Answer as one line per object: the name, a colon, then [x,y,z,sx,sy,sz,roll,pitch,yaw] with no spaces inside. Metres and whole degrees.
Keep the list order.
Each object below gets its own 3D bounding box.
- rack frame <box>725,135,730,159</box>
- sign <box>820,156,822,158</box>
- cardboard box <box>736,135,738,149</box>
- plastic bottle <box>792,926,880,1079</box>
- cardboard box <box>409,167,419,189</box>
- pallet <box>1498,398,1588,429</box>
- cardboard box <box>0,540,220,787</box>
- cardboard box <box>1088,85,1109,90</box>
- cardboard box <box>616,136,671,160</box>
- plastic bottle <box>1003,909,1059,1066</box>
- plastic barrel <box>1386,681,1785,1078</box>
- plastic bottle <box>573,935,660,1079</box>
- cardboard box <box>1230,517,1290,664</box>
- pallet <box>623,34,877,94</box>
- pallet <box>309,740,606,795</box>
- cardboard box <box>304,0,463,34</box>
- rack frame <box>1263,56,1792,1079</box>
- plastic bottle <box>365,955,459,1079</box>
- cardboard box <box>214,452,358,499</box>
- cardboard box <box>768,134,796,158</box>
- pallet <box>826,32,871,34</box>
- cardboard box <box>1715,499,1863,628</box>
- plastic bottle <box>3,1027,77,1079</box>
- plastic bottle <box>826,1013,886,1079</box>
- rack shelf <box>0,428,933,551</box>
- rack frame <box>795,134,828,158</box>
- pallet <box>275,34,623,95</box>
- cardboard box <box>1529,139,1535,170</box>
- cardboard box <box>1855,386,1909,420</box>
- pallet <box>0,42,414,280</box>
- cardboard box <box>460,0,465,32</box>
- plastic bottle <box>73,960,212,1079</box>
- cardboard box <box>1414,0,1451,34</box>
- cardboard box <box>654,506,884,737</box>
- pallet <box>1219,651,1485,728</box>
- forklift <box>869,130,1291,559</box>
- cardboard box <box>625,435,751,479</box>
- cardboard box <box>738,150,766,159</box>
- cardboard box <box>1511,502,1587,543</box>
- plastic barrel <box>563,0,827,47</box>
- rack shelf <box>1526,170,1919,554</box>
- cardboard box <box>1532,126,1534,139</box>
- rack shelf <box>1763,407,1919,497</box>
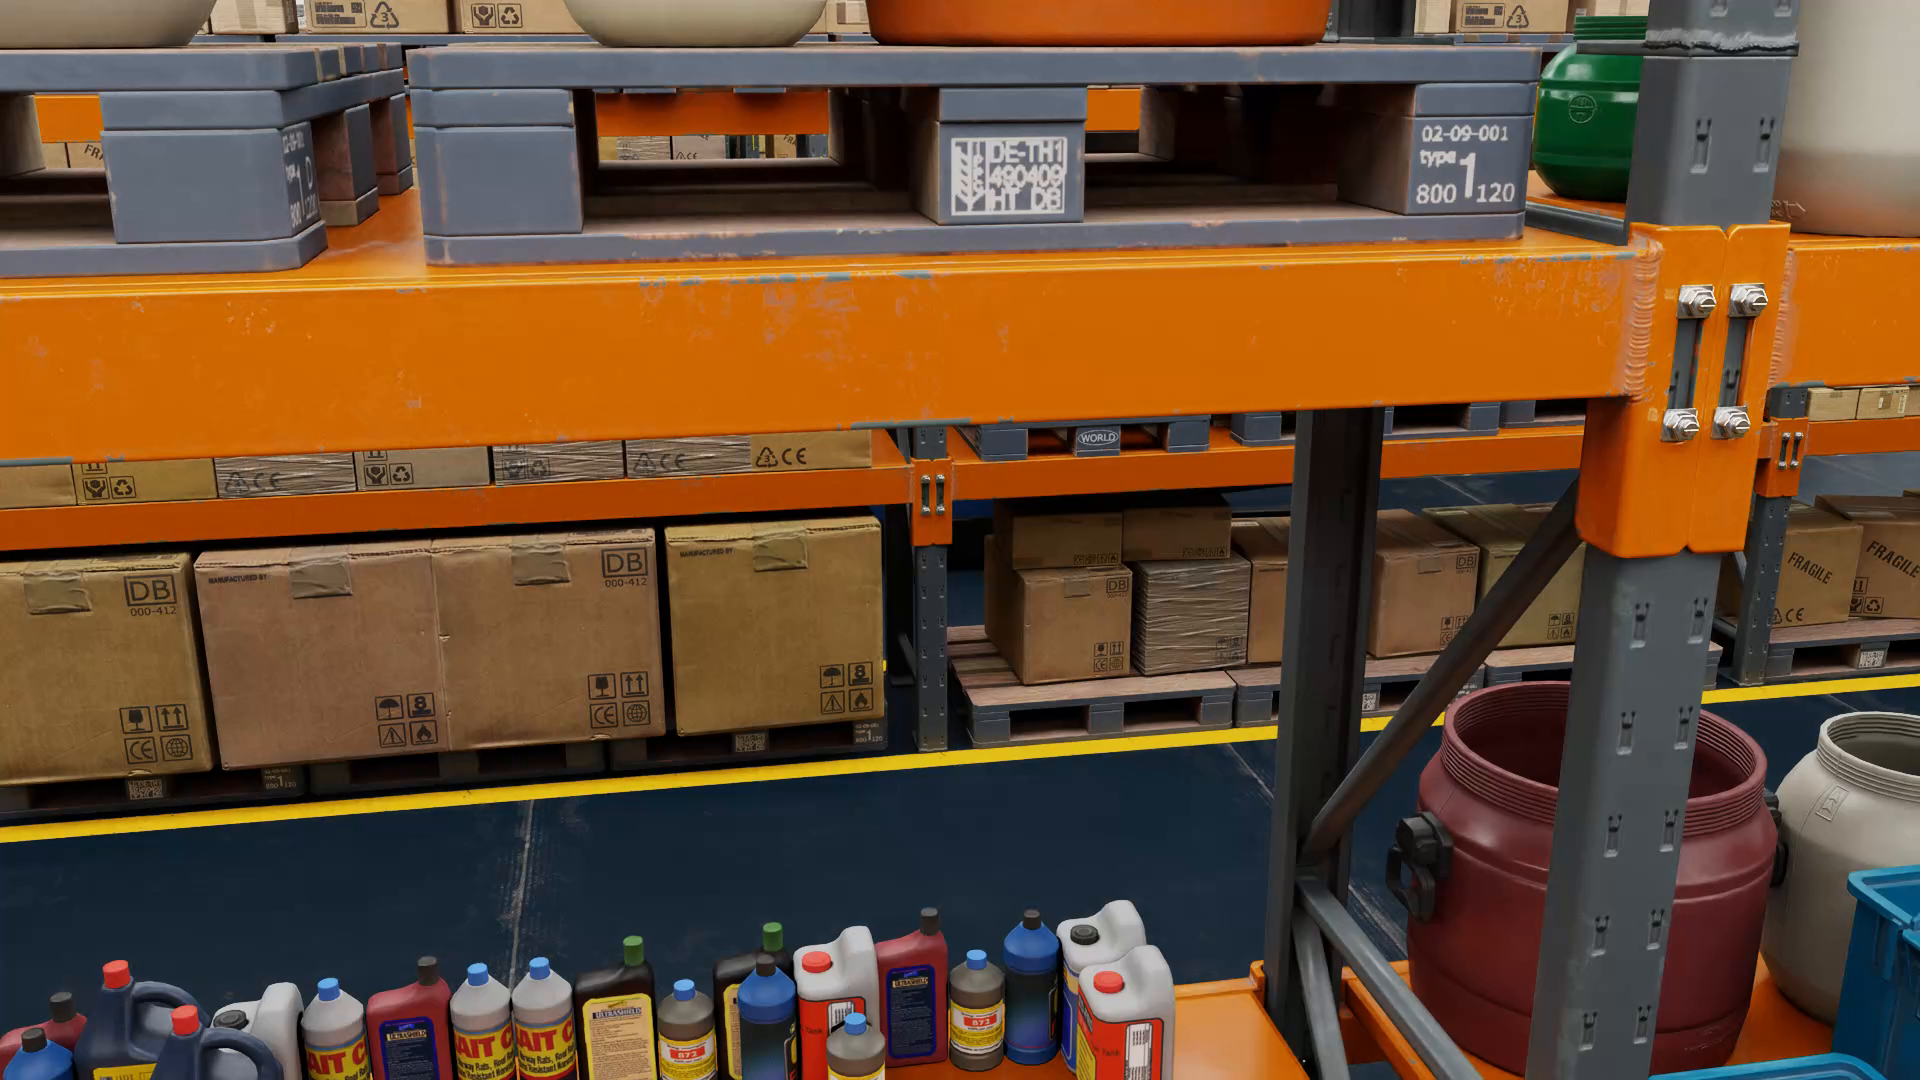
rack frame: [-3.035,-4.933,21.265,0.127,3.000,1.000,-3,17,-10]
sign: [-0.940,-2.441,11.313,0.005,0.325,0.100,-3,17,-10]
cardboard box: [-2.647,-5.206,21.556,0.500,0.250,0.500,-3,17,-9]
plastic bottle: [-0.211,0.798,2.816,0.135,0.276,0.152,-3,17,-10]
cardboard box: [-5.025,-3.428,15.766,0.500,0.250,0.500,-3,17,-10]
pallet: [2.939,-0.776,8.057,1.213,0.211,1.003,-3,17,-10]
cardboard box: [-3.513,0.350,6.965,0.875,0.875,1.225,-3,17,-10]
cardboard box: [0.300,-1.961,6.734,0.500,0.250,0.500,-3,17,-9]
cardboard box: [-3.050,-3.893,16.005,0.500,0.500,0.500,-3,17,-9]
plastic bottle: [0.124,0.773,2.905,0.097,0.271,0.097,0,17,0]
plastic barrel: [1.128,0.604,3.005,0.708,0.536,0.600,-3,17,-10]
plastic bottle: [-0.578,0.802,2.792,0.133,0.283,0.061,-3,17,-10]
cardboard box: [1.541,0.228,7.970,0.500,0.500,0.700,-2,17,-6]
pallet: [-0.832,-1.938,6.726,1.003,0.211,1.213,-2,17,-8]
pallet: [-2.194,0.776,7.425,1.213,0.211,1.003,-3,17,-10]
cardboard box: [-2.212,-2.210,6.398,0.637,0.503,0.797,-3,17,-11]
rack frame: [0.729,0.782,2.657,0.127,3.000,1.000,-3,17,-10]
plastic bottle: [-0.900,0.820,2.732,0.133,0.283,0.061,-3,17,-10]
cardboard box: [-2.654,-0.480,6.597,0.500,0.500,0.500,-4,17,-12]
cardboard box: [-1.604,-3.852,16.351,0.500,0.500,0.500,-4,17,-12]
pallet: [-0.430,-3.476,11.733,1.003,0.211,1.213,-2,17,-8]
cardboard box: [4.117,0.115,8.371,0.500,0.500,0.500,-4,17,-12]
plastic bottle: [-1.407,0.878,2.563,0.097,0.271,0.097,0,17,0]
plastic bottle: [-0.169,0.869,2.713,0.097,0.201,0.097,0,17,0]
rack shelf: [-2.174,-0.191,7.049,4.000,0.370,1.077,-3,17,-10]
rack frame: [-1.052,-2.081,11.979,0.127,3.000,1.000,-3,17,-10]
pallet: [-1.930,-1.875,6.521,1.213,0.211,1.003,-2,17,-8]
cardboard box: [2.911,-1.352,7.869,1.000,1.000,1.000,-3,17,-10]
cardboard box: [4.233,-0.684,7.858,0.250,0.149,0.380,-3,17,-10]
pallet: [-1.334,-0.475,1.961,1.213,0.211,1.003,-3,17,-10]
cardboard box: [-3.438,-3.591,10.894,0.637,0.503,0.797,-3,17,-11]
plastic bottle: [-1.276,0.821,2.612,0.185,0.351,0.144,-3,17,-10]
cardboard box: [1.895,-2.258,7.129,0.250,0.166,0.380,-4,17,-12]
cardboard box: [-0.892,0.202,7.450,0.875,0.875,1.225,-4,18,-13]
pallet: [1.753,0.577,8.073,1.213,0.211,1.003,-3,17,-10]
forklift: [0.666,-1.369,9.776,3.031,2.935,1.130,2,17,6]
cardboard box: [-1.138,-0.569,6.884,0.500,0.500,0.500,-3,17,-11]
cardboard box: [-2.553,-4.816,21.138,0.500,0.250,0.500,-3,17,-10]
cardboard box: [3.110,0.144,8.242,0.500,0.500,0.700,-5,18,-15]
plastic barrel: [-0.296,-0.685,1.843,0.301,0.262,0.301,0,17,0]
rack shelf: [2.693,-0.419,2.685,4.000,0.370,1.077,-3,17,-10]
cardboard box: [4.318,-2.957,12.736,0.550,0.550,0.875,-3,17,-10]
rack shelf: [5.681,-0.636,8.499,4.000,0.370,1.077,-3,17,-10]
